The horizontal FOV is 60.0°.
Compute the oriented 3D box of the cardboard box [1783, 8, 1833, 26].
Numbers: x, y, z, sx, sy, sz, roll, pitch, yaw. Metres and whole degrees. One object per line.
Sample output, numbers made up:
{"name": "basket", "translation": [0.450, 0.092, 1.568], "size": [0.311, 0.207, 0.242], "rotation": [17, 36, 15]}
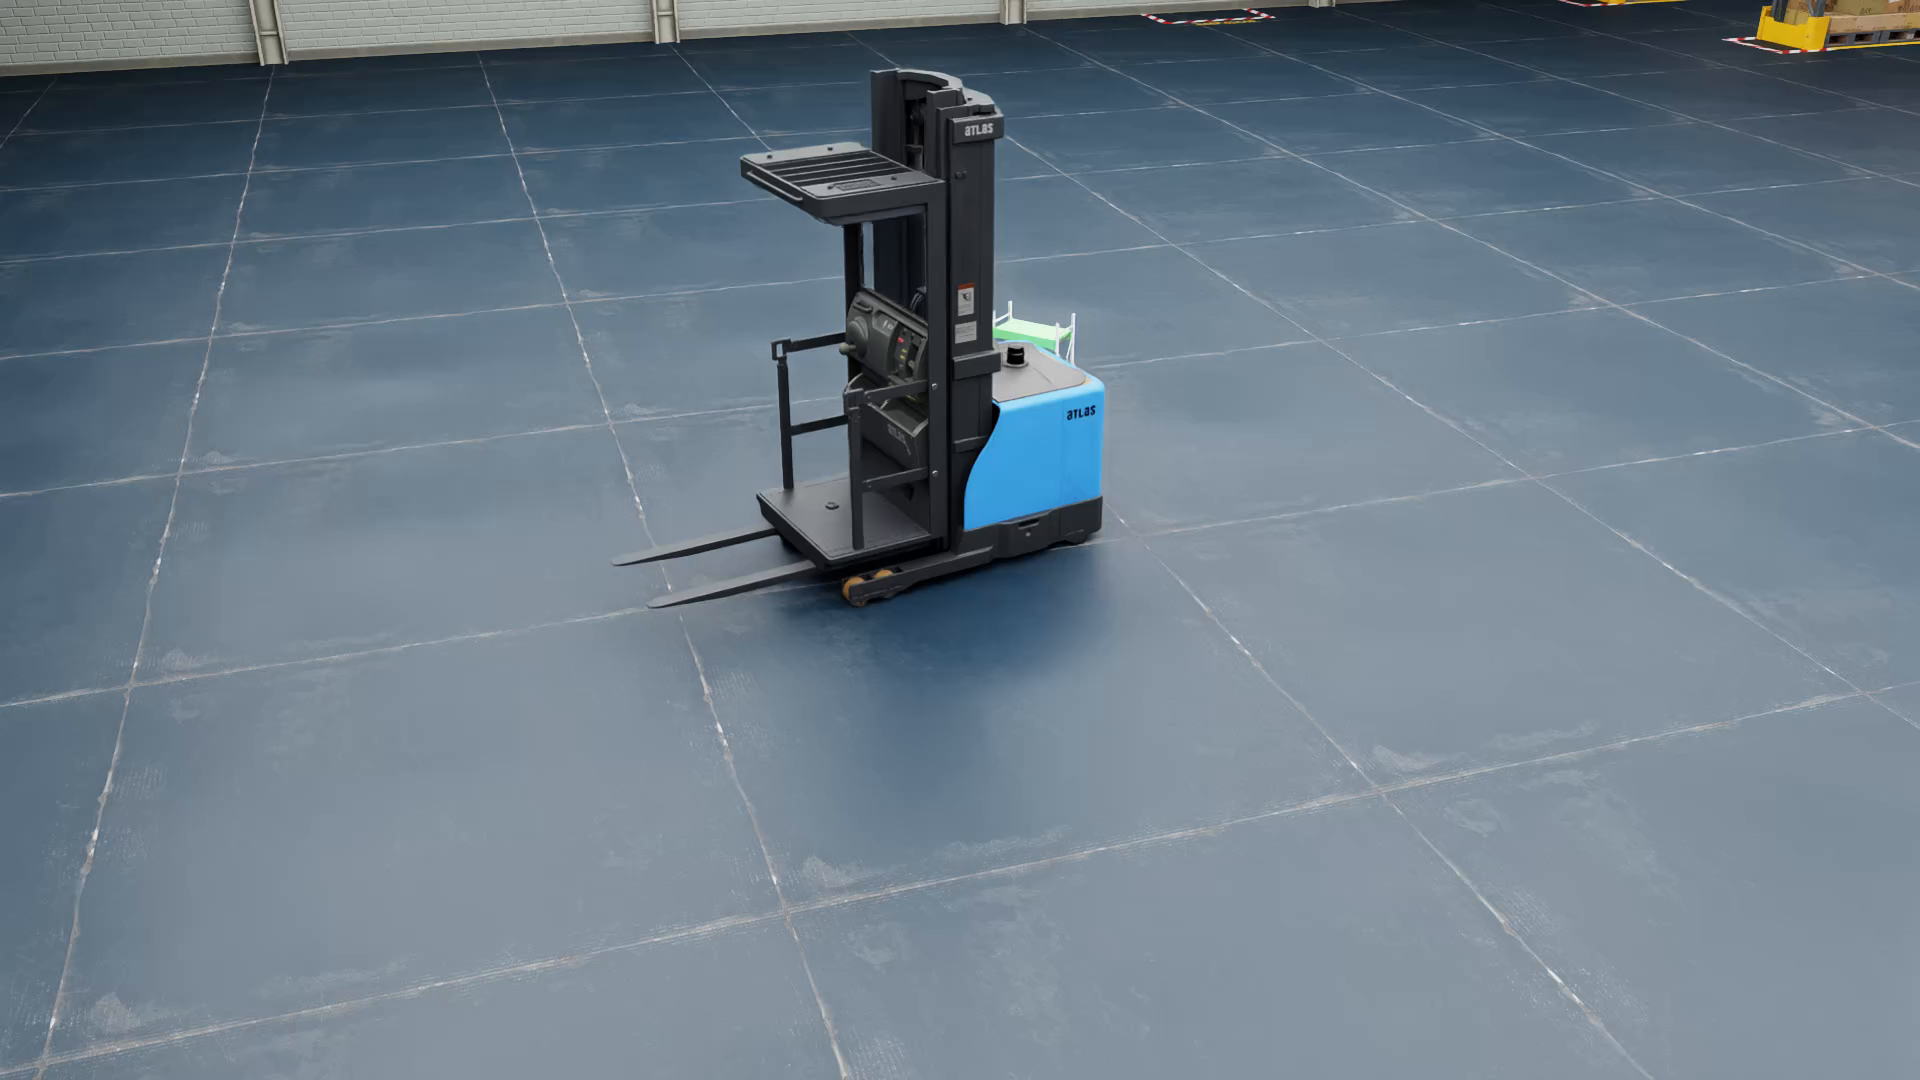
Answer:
{"name": "cardboard box", "translation": [13.884, -8.553, 27.225], "size": [0.500, 0.250, 0.500], "rotation": [-8, 28, -16]}

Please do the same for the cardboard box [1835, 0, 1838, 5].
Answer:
{"name": "cardboard box", "translation": [14.830, -9.034, 27.350], "size": [0.500, 0.500, 0.500], "rotation": [-8, 28, -16]}

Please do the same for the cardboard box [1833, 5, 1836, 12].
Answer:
{"name": "cardboard box", "translation": [14.356, -8.627, 27.374], "size": [0.500, 0.250, 0.500], "rotation": [-8, 28, -16]}

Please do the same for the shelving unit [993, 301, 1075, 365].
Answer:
{"name": "shelving unit", "translation": [0.491, -0.986, 11.388], "size": [0.503, 1.200, 0.258], "rotation": [16, 30, 28]}

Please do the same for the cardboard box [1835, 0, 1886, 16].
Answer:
{"name": "cardboard box", "translation": [14.519, -8.739, 26.757], "size": [0.500, 0.500, 0.500], "rotation": [-8, 28, -16]}

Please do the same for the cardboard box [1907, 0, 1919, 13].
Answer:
{"name": "cardboard box", "translation": [15.472, -8.875, 27.031], "size": [0.500, 0.500, 0.500], "rotation": [-8, 28, -16]}

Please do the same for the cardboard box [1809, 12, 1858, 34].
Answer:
{"name": "cardboard box", "translation": [14.045, -8.334, 26.784], "size": [0.500, 0.250, 0.500], "rotation": [-8, 28, -16]}

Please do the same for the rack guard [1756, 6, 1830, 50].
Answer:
{"name": "rack guard", "translation": [13.443, -8.275, 26.855], "size": [0.348, 0.500, 1.175], "rotation": [-8, 28, -16]}

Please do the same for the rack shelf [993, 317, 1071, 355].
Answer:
{"name": "rack shelf", "translation": [0.491, -1.359, 11.203], "size": [0.480, 0.148, 0.258], "rotation": [16, 30, 28]}

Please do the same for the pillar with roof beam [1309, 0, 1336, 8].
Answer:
{"name": "pillar with roof beam", "translation": [7.954, -11.994, 24.790], "size": [0.400, 9.000, 9.100], "rotation": [-8, 28, -16]}

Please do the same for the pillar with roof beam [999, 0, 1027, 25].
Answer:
{"name": "pillar with roof beam", "translation": [2.249, -11.168, 23.126], "size": [0.400, 9.000, 9.100], "rotation": [-8, 28, -16]}

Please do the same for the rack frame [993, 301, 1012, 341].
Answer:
{"name": "rack frame", "translation": [0.284, -1.044, 11.503], "size": [0.015, 1.200, 0.240], "rotation": [16, 30, 28]}

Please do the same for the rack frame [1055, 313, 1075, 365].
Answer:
{"name": "rack frame", "translation": [0.698, -0.929, 11.272], "size": [0.015, 1.200, 0.240], "rotation": [16, 30, 28]}

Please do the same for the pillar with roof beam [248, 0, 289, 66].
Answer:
{"name": "pillar with roof beam", "translation": [-9.161, -9.516, 19.798], "size": [0.400, 9.000, 9.100], "rotation": [-8, 28, -16]}

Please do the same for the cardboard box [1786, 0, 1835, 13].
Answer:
{"name": "cardboard box", "translation": [13.884, -8.890, 27.060], "size": [0.500, 0.500, 0.500], "rotation": [-8, 28, -16]}

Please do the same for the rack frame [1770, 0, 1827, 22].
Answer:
{"name": "rack frame", "translation": [13.466, -9.398, 26.306], "size": [0.127, 3.000, 1.000], "rotation": [-8, 28, -16]}

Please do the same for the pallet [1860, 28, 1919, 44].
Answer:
{"name": "pallet", "translation": [15.338, -8.438, 27.509], "size": [1.213, 0.211, 1.003], "rotation": [-8, 28, -16]}

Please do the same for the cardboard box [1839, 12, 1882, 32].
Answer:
{"name": "cardboard box", "translation": [14.519, -8.404, 26.925], "size": [0.500, 0.250, 0.500], "rotation": [-8, 28, -16]}

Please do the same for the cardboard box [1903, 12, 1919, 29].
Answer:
{"name": "cardboard box", "translation": [15.471, -8.540, 27.198], "size": [0.500, 0.250, 0.500], "rotation": [-8, 28, -16]}

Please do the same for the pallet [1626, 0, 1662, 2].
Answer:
{"name": "pallet", "translation": [12.784, -10.350, 31.360], "size": [1.213, 0.211, 1.003], "rotation": [-8, 28, -16]}

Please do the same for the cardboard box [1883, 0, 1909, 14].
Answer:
{"name": "cardboard box", "translation": [14.991, -8.814, 26.907], "size": [0.500, 0.500, 0.500], "rotation": [-8, 28, -16]}

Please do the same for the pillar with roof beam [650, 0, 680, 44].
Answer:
{"name": "pillar with roof beam", "translation": [-3.456, -10.342, 21.462], "size": [0.400, 9.000, 9.100], "rotation": [-8, 28, -16]}

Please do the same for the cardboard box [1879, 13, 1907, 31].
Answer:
{"name": "cardboard box", "translation": [14.994, -8.473, 27.064], "size": [0.500, 0.250, 0.500], "rotation": [-8, 28, -16]}

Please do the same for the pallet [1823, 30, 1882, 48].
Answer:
{"name": "pallet", "translation": [14.180, -8.272, 27.174], "size": [1.213, 0.211, 1.003], "rotation": [-8, 28, -16]}

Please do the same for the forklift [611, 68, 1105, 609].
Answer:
{"name": "forklift", "translation": [-0.618, -1.189, 9.850], "size": [3.031, 2.935, 1.130], "rotation": [-14, 30, -26]}

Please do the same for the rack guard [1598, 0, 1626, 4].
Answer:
{"name": "rack guard", "translation": [12.001, -10.382, 31.101], "size": [0.348, 0.500, 1.175], "rotation": [-8, 28, -16]}
